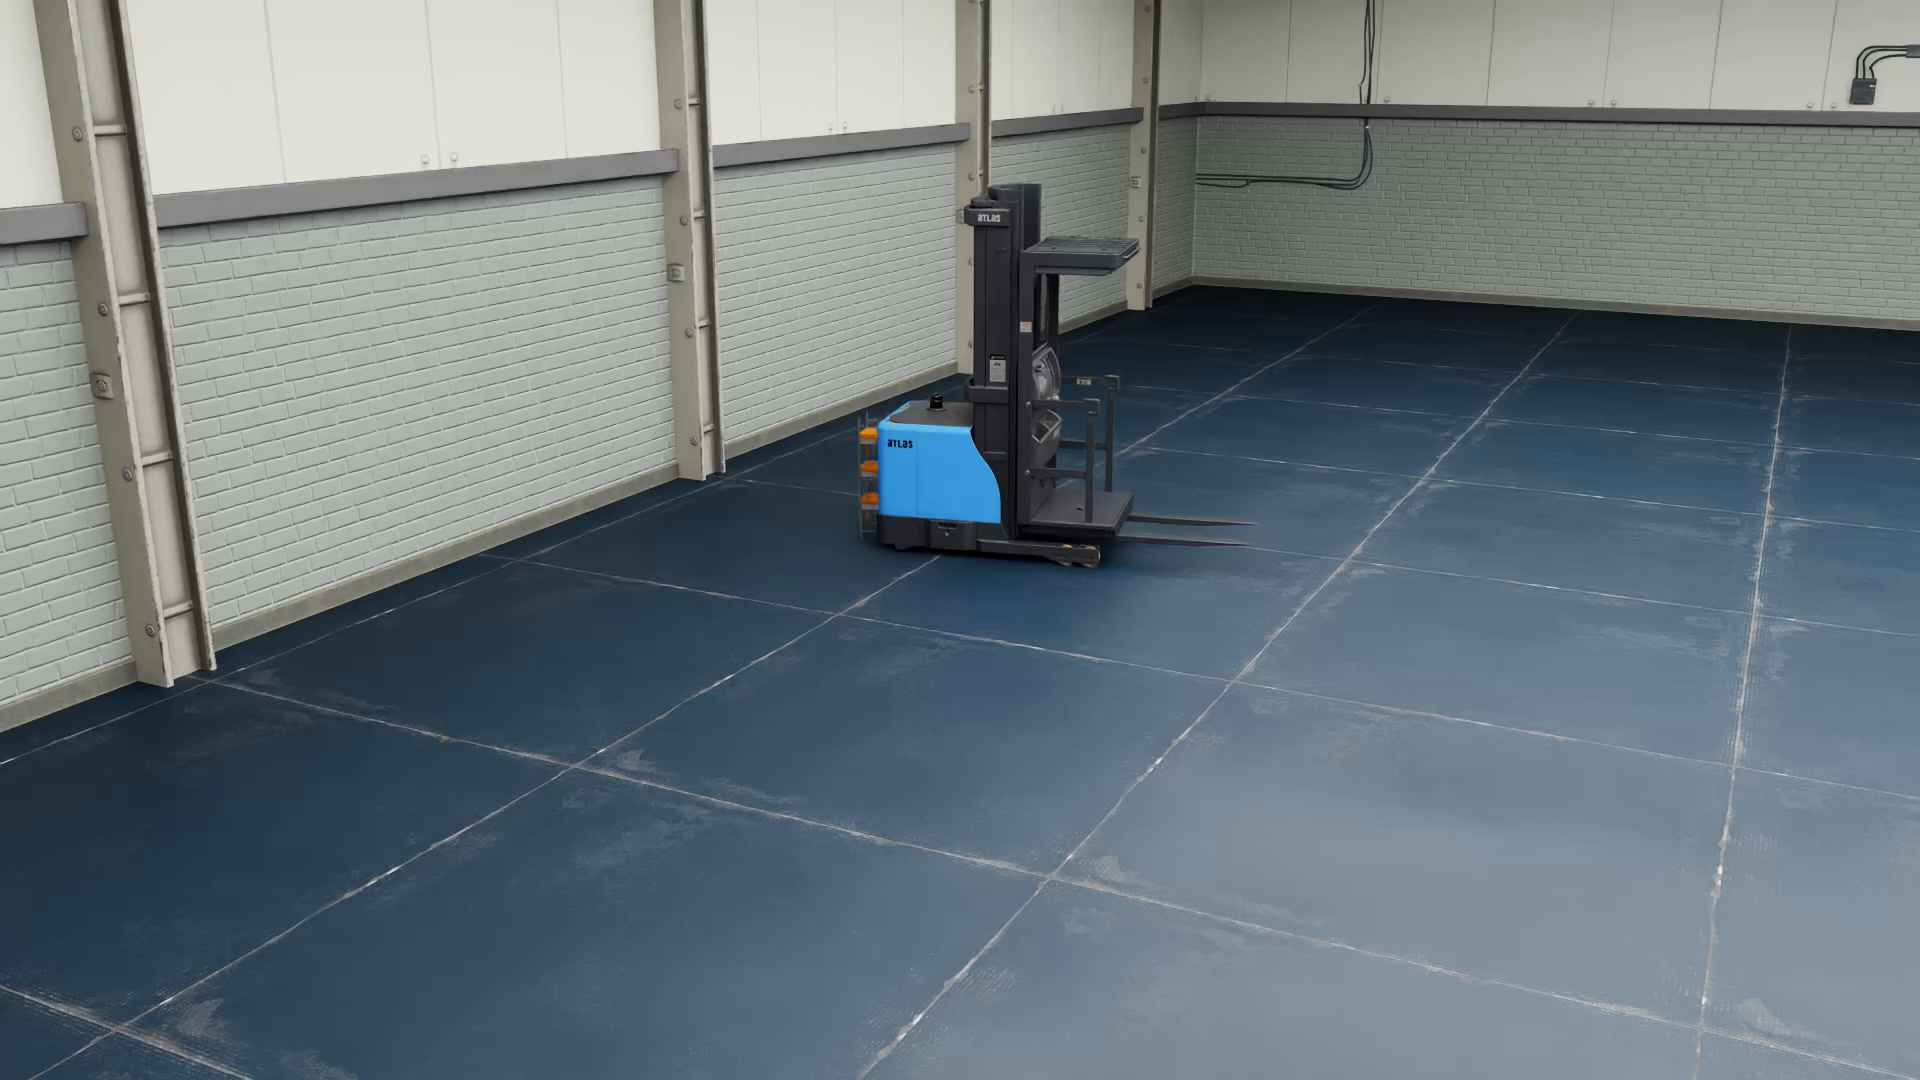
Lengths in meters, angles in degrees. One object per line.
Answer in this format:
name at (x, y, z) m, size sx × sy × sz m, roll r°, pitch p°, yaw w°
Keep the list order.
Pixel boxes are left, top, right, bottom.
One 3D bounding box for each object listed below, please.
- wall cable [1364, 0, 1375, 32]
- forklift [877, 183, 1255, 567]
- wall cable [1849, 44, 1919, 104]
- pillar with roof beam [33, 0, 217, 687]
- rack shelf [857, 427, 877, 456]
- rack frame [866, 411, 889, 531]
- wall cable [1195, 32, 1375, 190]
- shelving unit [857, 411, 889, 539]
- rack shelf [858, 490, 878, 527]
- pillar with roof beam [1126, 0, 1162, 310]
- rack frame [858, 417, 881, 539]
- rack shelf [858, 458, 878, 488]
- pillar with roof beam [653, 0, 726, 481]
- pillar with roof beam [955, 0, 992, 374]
wall cable at (7.765, -9.180, 25.712) m, size 3.097 × 2.526 × 0.112 m, roll 8°, pitch 18°, yaw 25°
forklift at (0.888, -1.353, 13.433) m, size 3.031 × 2.935 × 1.130 m, roll 4°, pitch 17°, yaw 13°
wall cable at (13.830, -9.010, 22.583) m, size 2.305 × 6.003 × 0.169 m, roll 8°, pitch 18°, yaw 25°
pillar with roof beam at (-1.347, -2.877, 7.907) m, size 9.100 × 9.000 × 0.400 m, roll 8°, pitch 18°, yaw 25°
rack shelf at (-0.721, -0.801, 13.918) m, size 0.215 × 0.259 × 0.240 m, roll 4°, pitch 17°, yaw 13°
rack frame at (-0.693, -0.573, 14.109) m, size 0.200 × 1.050 × 0.008 m, roll 4°, pitch 17°, yaw 13°
wall cable at (5.344, -7.104, 27.590) m, size 3.097 × 2.526 × 0.112 m, roll 8°, pitch 18°, yaw 25°
shelving unit at (-0.721, -0.539, 13.995) m, size 0.215 × 1.050 × 0.252 m, roll 4°, pitch 17°, yaw 13°
rack shelf at (-0.721, -0.262, 14.077) m, size 0.215 × 0.259 × 0.240 m, roll 4°, pitch 17°, yaw 13°
pillar with roof beam at (6.696, -7.462, 23.343) m, size 9.100 × 9.000 × 0.400 m, roll 8°, pitch 18°, yaw 25°
rack frame at (-0.749, -0.505, 13.881) m, size 0.200 × 1.050 × 0.008 m, roll 4°, pitch 17°, yaw 13°
rack shelf at (-0.721, -0.529, 13.998) m, size 0.215 × 0.259 × 0.240 m, roll 4°, pitch 17°, yaw 13°
pillar with roof beam at (1.334, -4.406, 13.052) m, size 9.100 × 9.000 × 0.400 m, roll 8°, pitch 18°, yaw 25°
pillar with roof beam at (4.015, -5.934, 18.198) m, size 9.100 × 9.000 × 0.400 m, roll 8°, pitch 18°, yaw 25°
